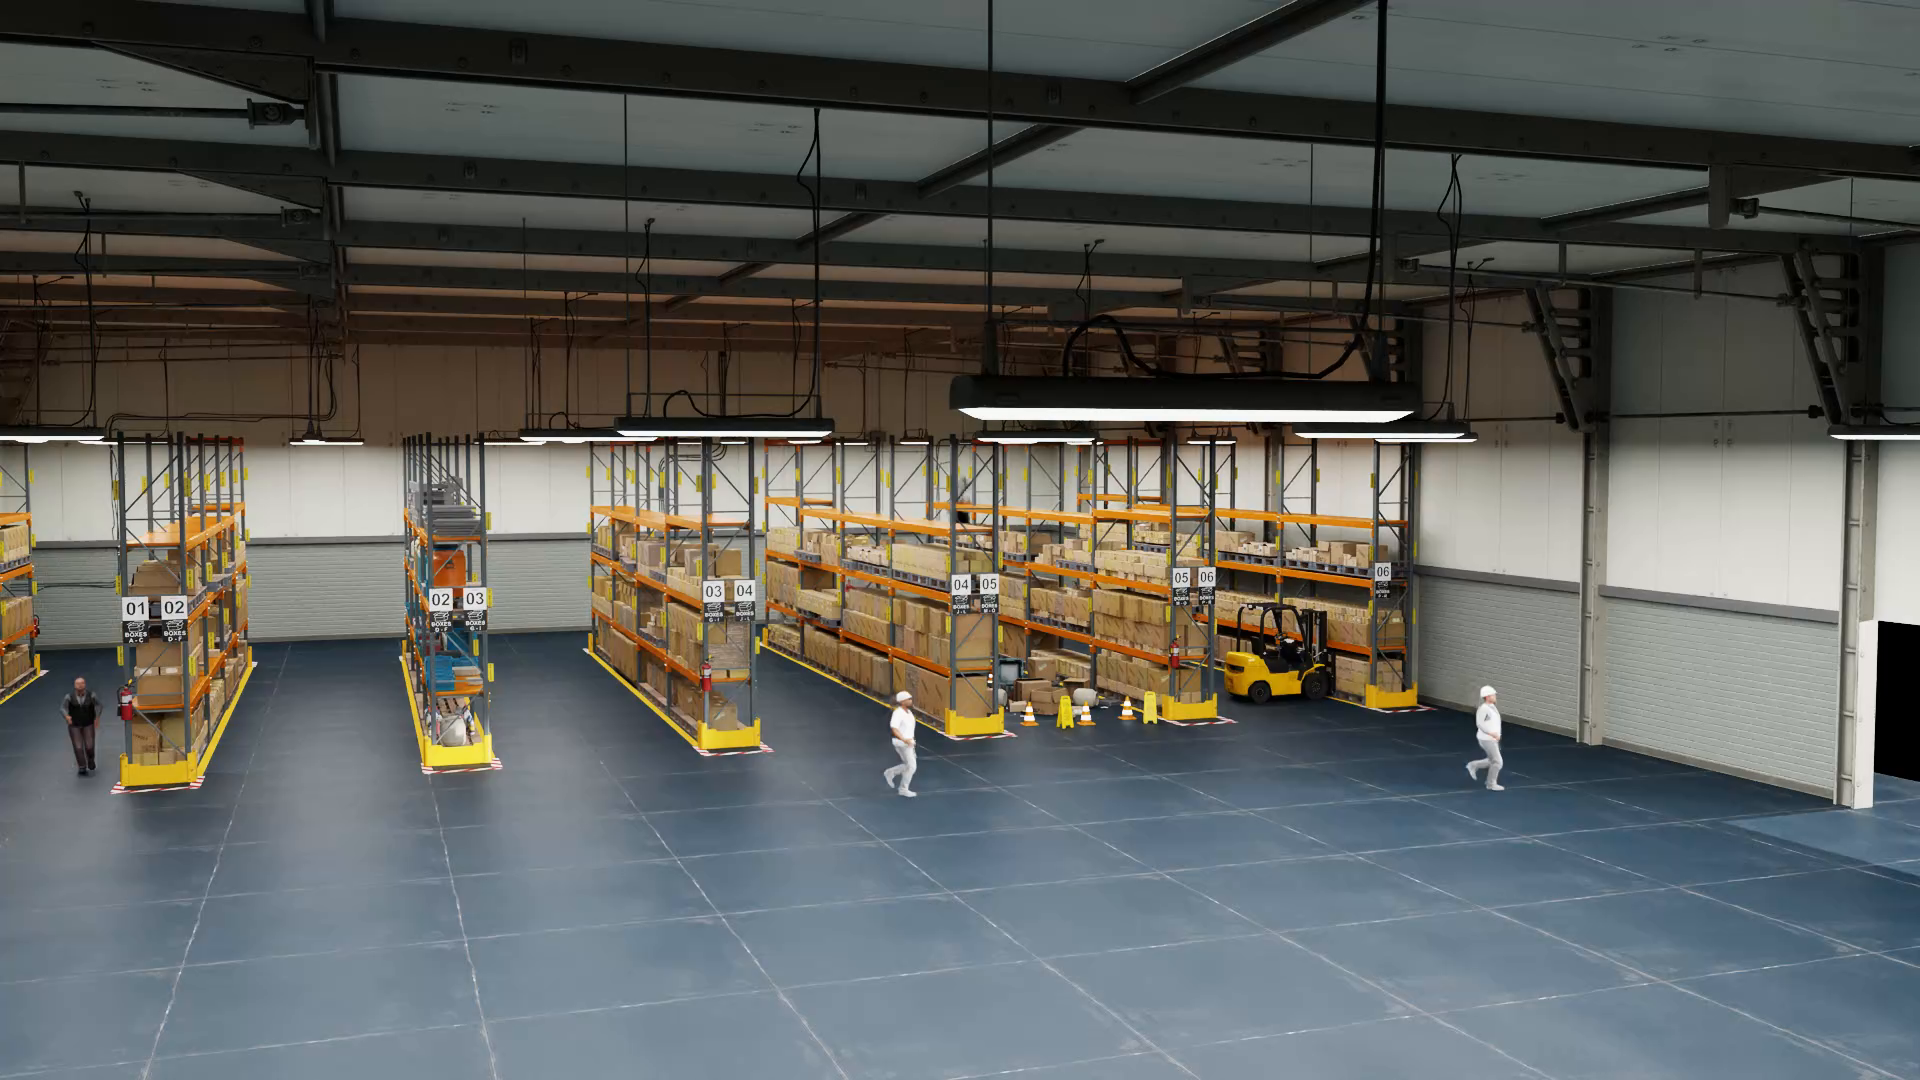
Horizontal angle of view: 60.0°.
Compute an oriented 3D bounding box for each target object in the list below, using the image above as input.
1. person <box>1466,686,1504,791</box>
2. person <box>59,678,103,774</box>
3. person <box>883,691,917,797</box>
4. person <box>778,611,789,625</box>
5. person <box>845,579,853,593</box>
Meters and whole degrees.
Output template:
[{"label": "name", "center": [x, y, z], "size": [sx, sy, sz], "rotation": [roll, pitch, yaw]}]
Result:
[{"label": "person", "center": [8.797, 3.308, 27.845], "size": [0.654, 1.728, 0.681], "rotation": [2, 4, 30]}, {"label": "person", "center": [-15.383, 3.264, 29.108], "size": [0.673, 1.674, 0.569], "rotation": [-2, 4, -25]}, {"label": "person", "center": [-0.990, 3.344, 27.387], "size": [0.598, 1.720, 0.733], "rotation": [1, 3, 11]}, {"label": "person", "center": [-5.288, 2.060, 49.817], "size": [0.910, 1.713, 0.719], "rotation": [1, 3, 18]}, {"label": "person", "center": [-3.425, 2.014, 50.419], "size": [0.715, 1.685, 0.684], "rotation": [-1, 3, -19]}]
